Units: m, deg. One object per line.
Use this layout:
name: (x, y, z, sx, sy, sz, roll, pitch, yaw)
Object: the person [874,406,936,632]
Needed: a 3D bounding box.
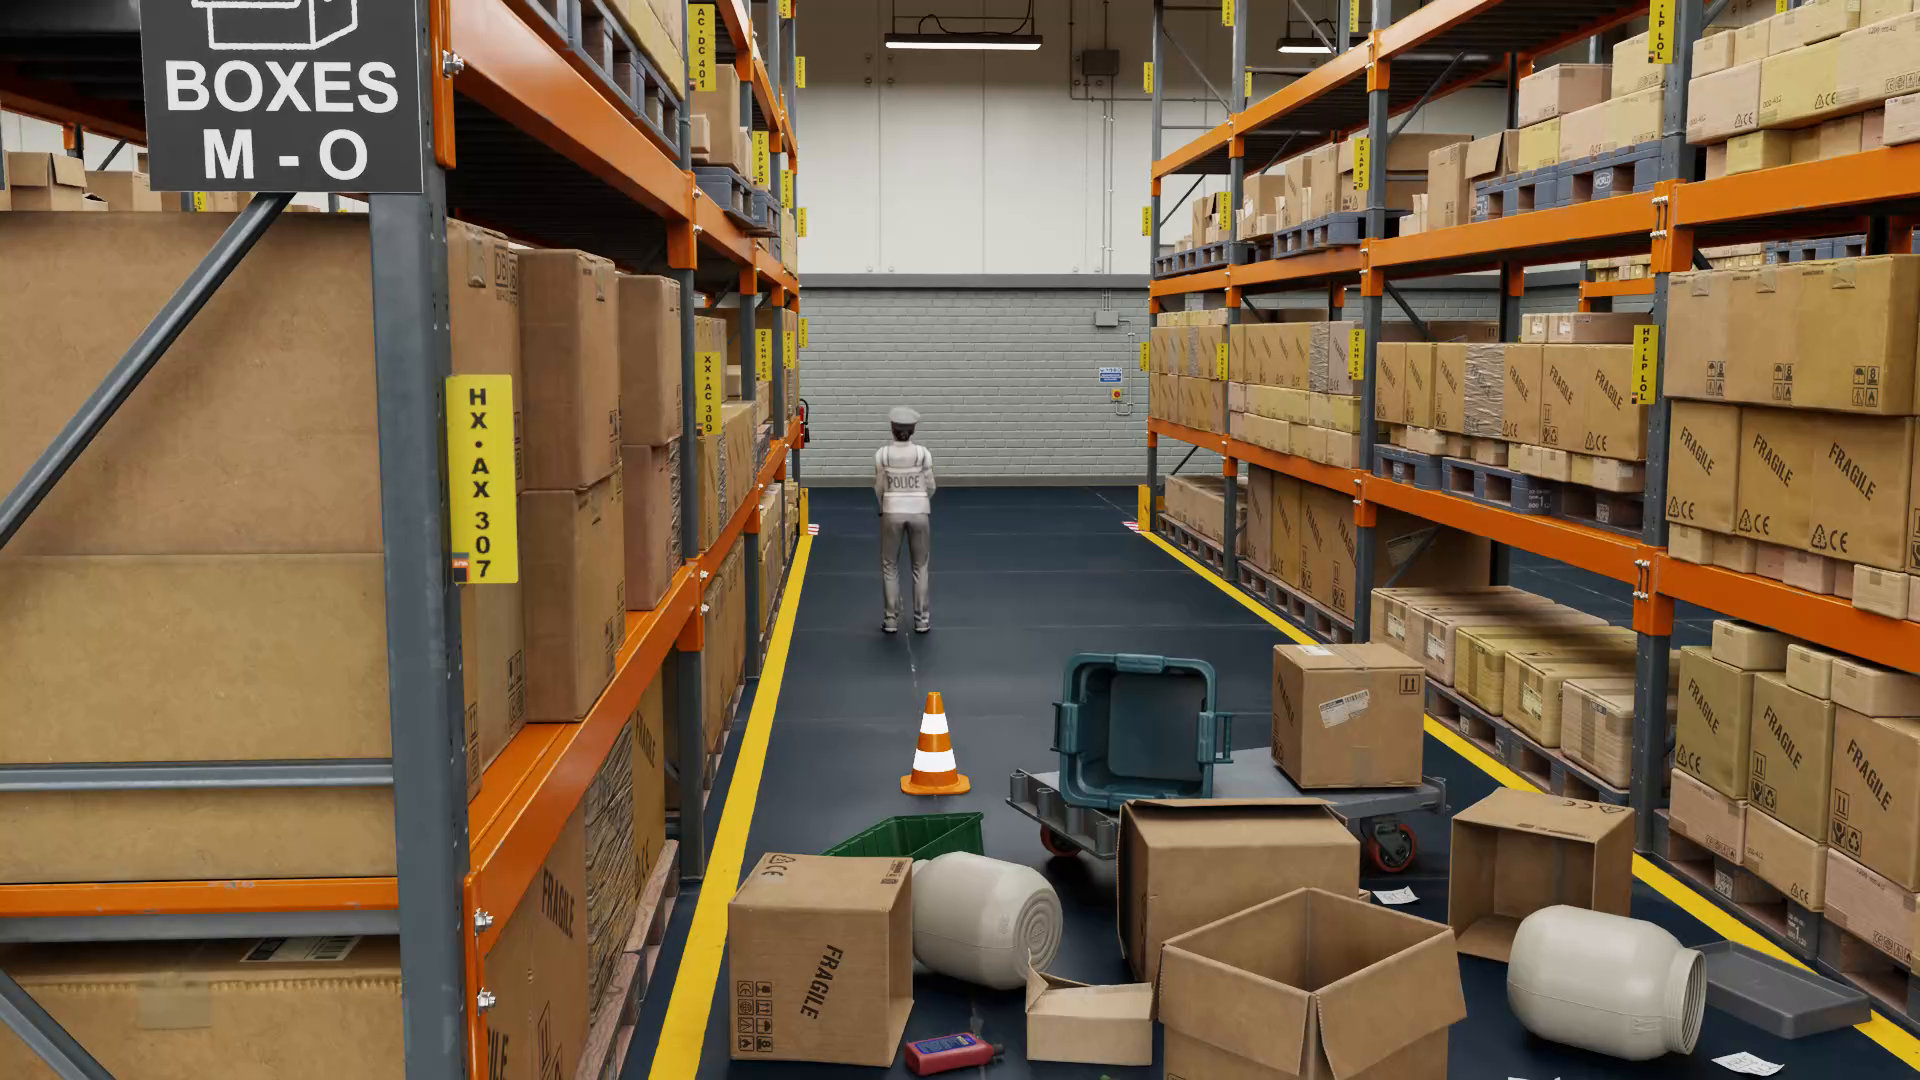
person: (-0.411, -0.159, 12.467, 0.459, 1.688, 0.543, 0, 7, -3)
